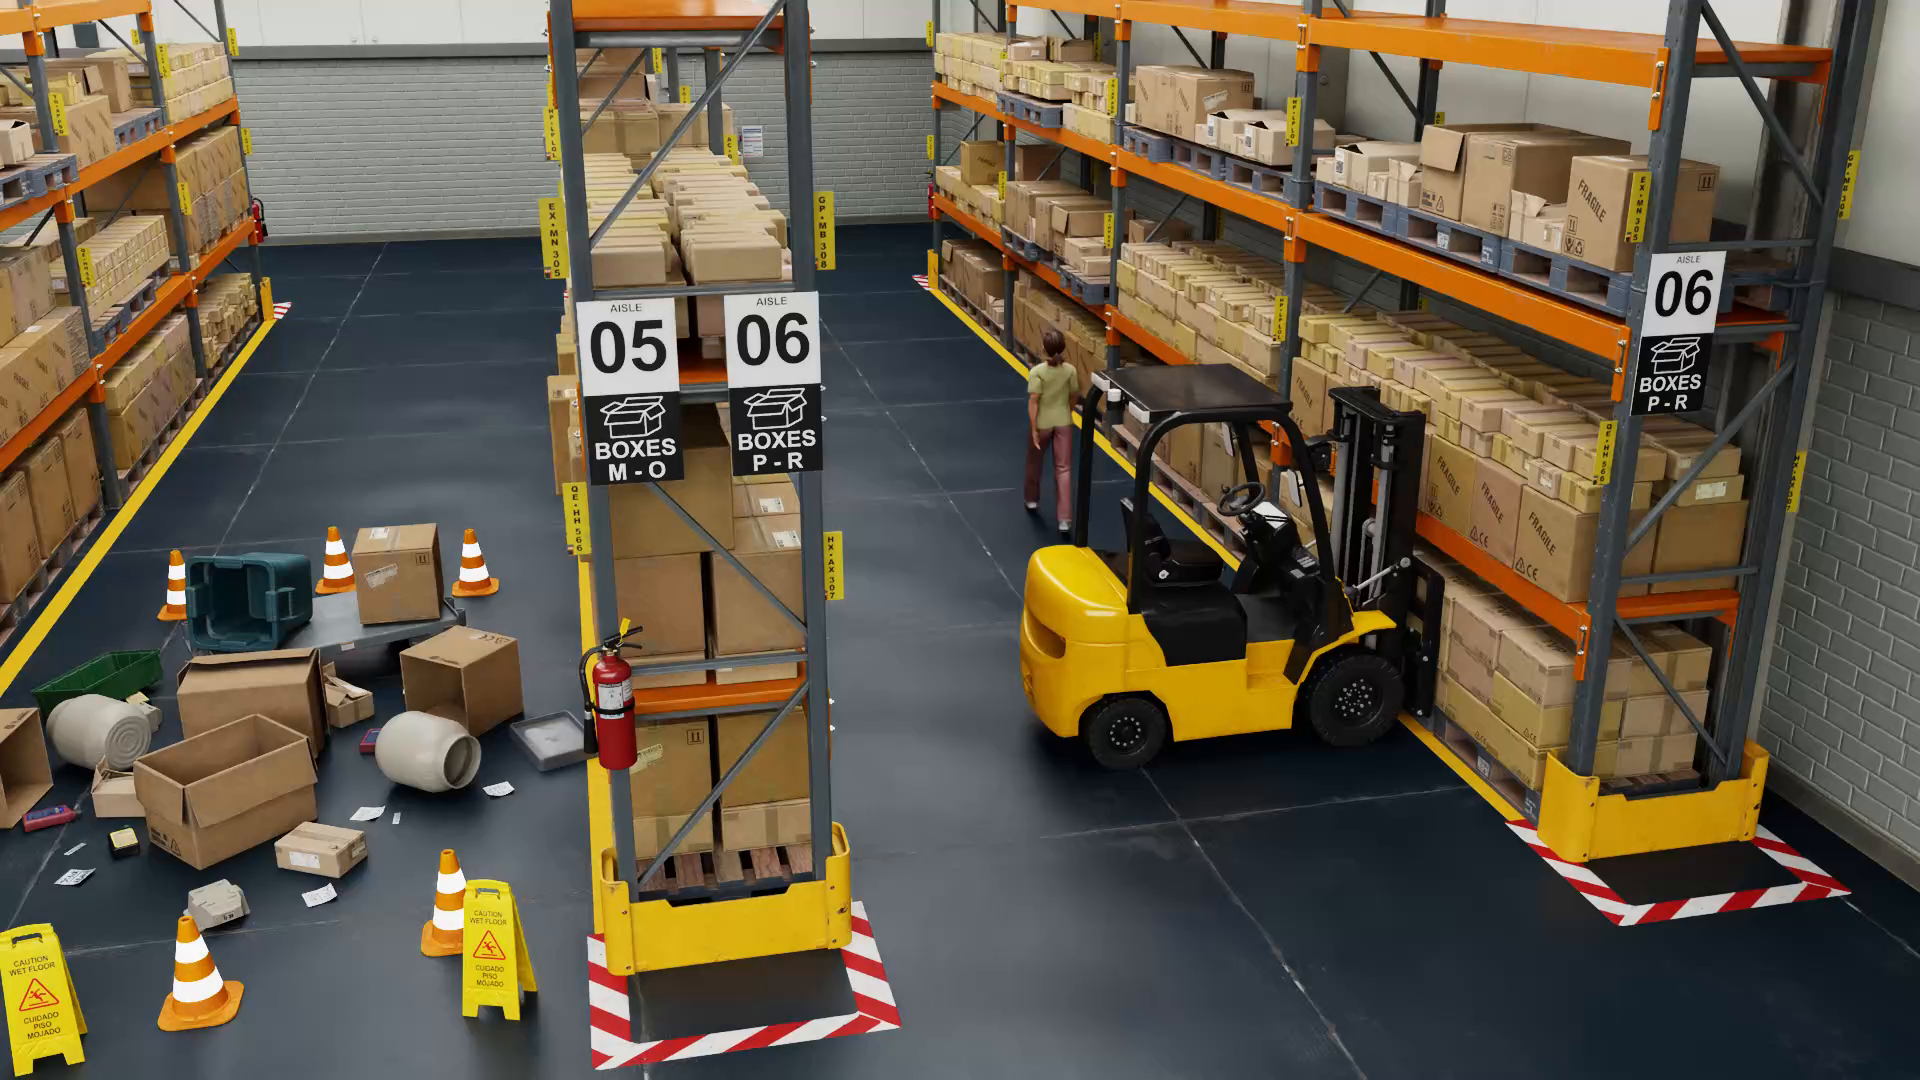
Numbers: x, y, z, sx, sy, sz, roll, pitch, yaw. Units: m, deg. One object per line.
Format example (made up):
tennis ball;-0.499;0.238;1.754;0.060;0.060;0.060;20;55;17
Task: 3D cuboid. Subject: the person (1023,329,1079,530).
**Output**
person;0.749;-0.956;13.707;0.439;1.607;1.037;-2;20;-5
